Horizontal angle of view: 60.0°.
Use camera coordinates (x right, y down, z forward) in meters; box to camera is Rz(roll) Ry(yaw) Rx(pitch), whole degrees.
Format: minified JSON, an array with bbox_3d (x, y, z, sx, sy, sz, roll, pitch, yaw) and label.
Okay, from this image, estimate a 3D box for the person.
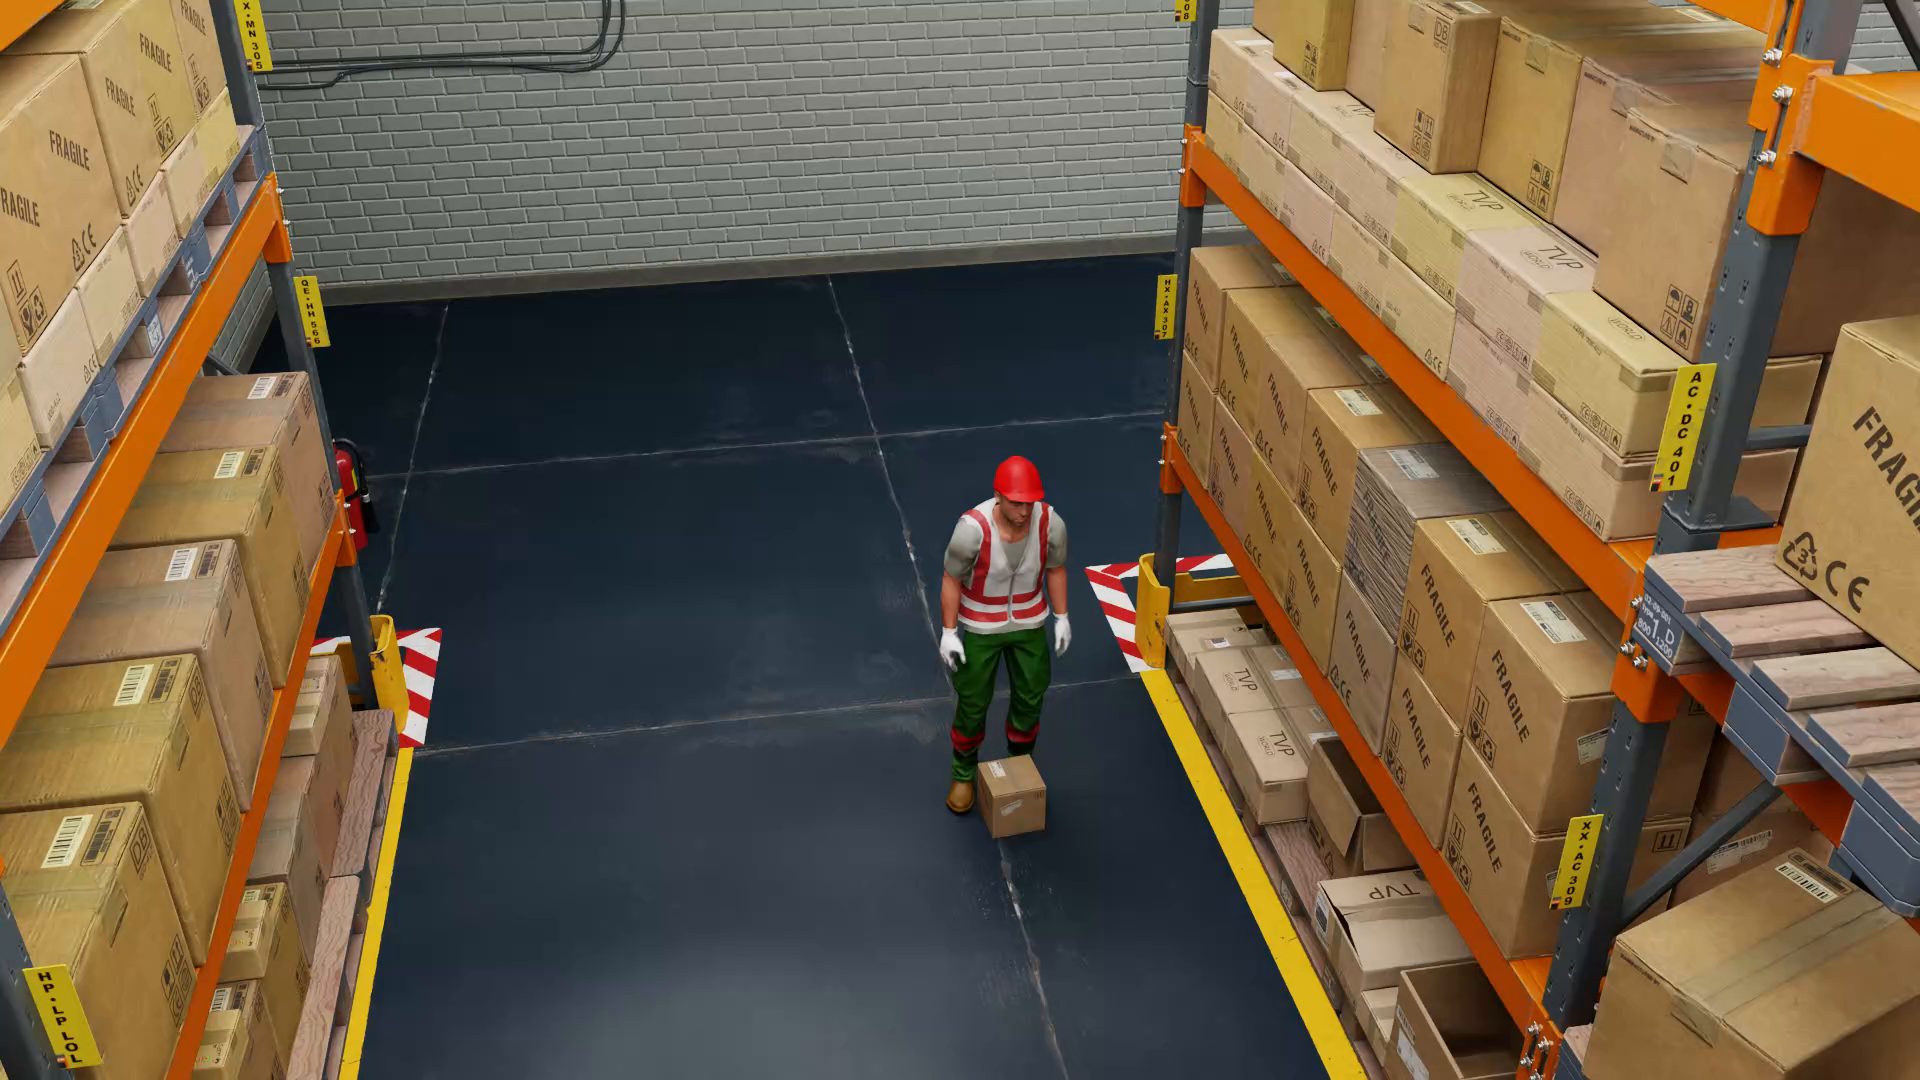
[{"bbox_3d":[0.206,0.404,7.436,0.619,1.779,0.450,-7,31,-12],"label":"person"}]
